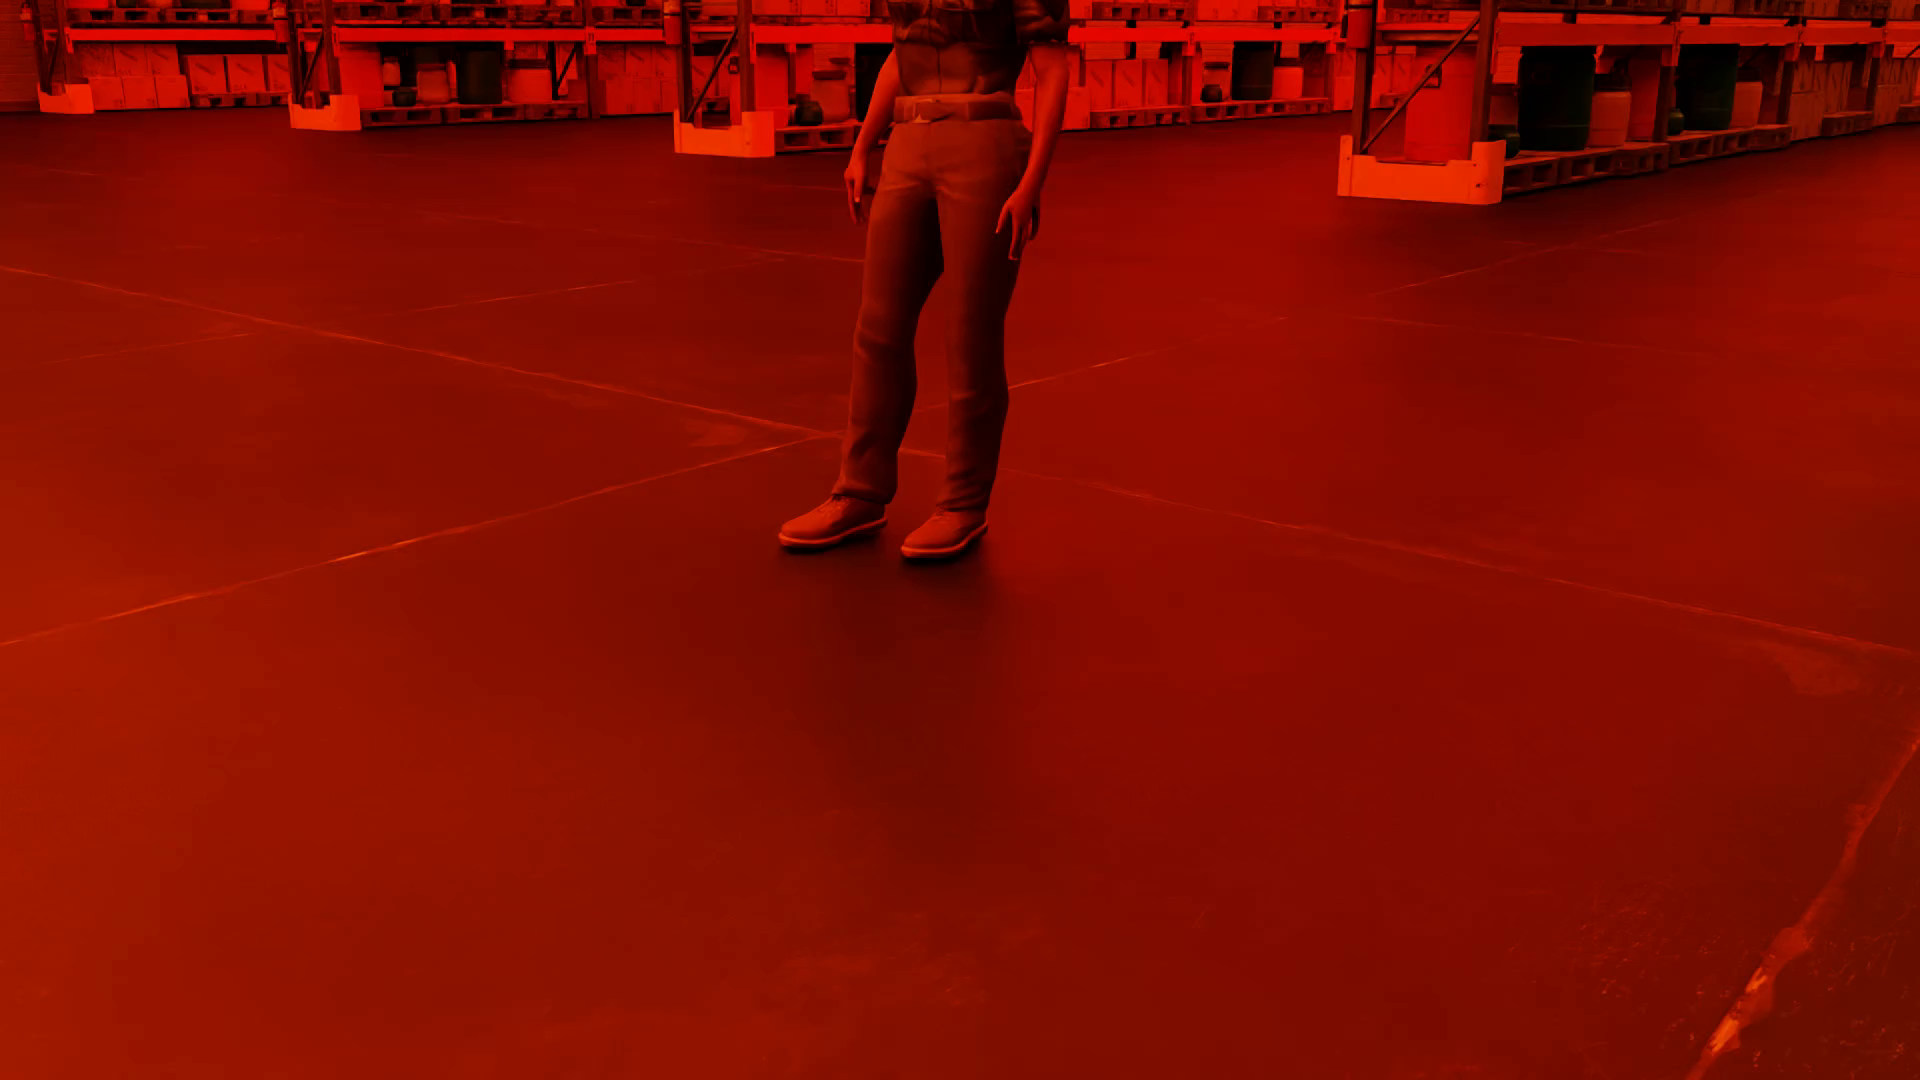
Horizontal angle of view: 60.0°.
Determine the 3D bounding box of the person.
[{"bbox_3d":[-0.071,-0.782,3.647,0.569,1.654,0.504,13,21,37],"label":"person"}]
